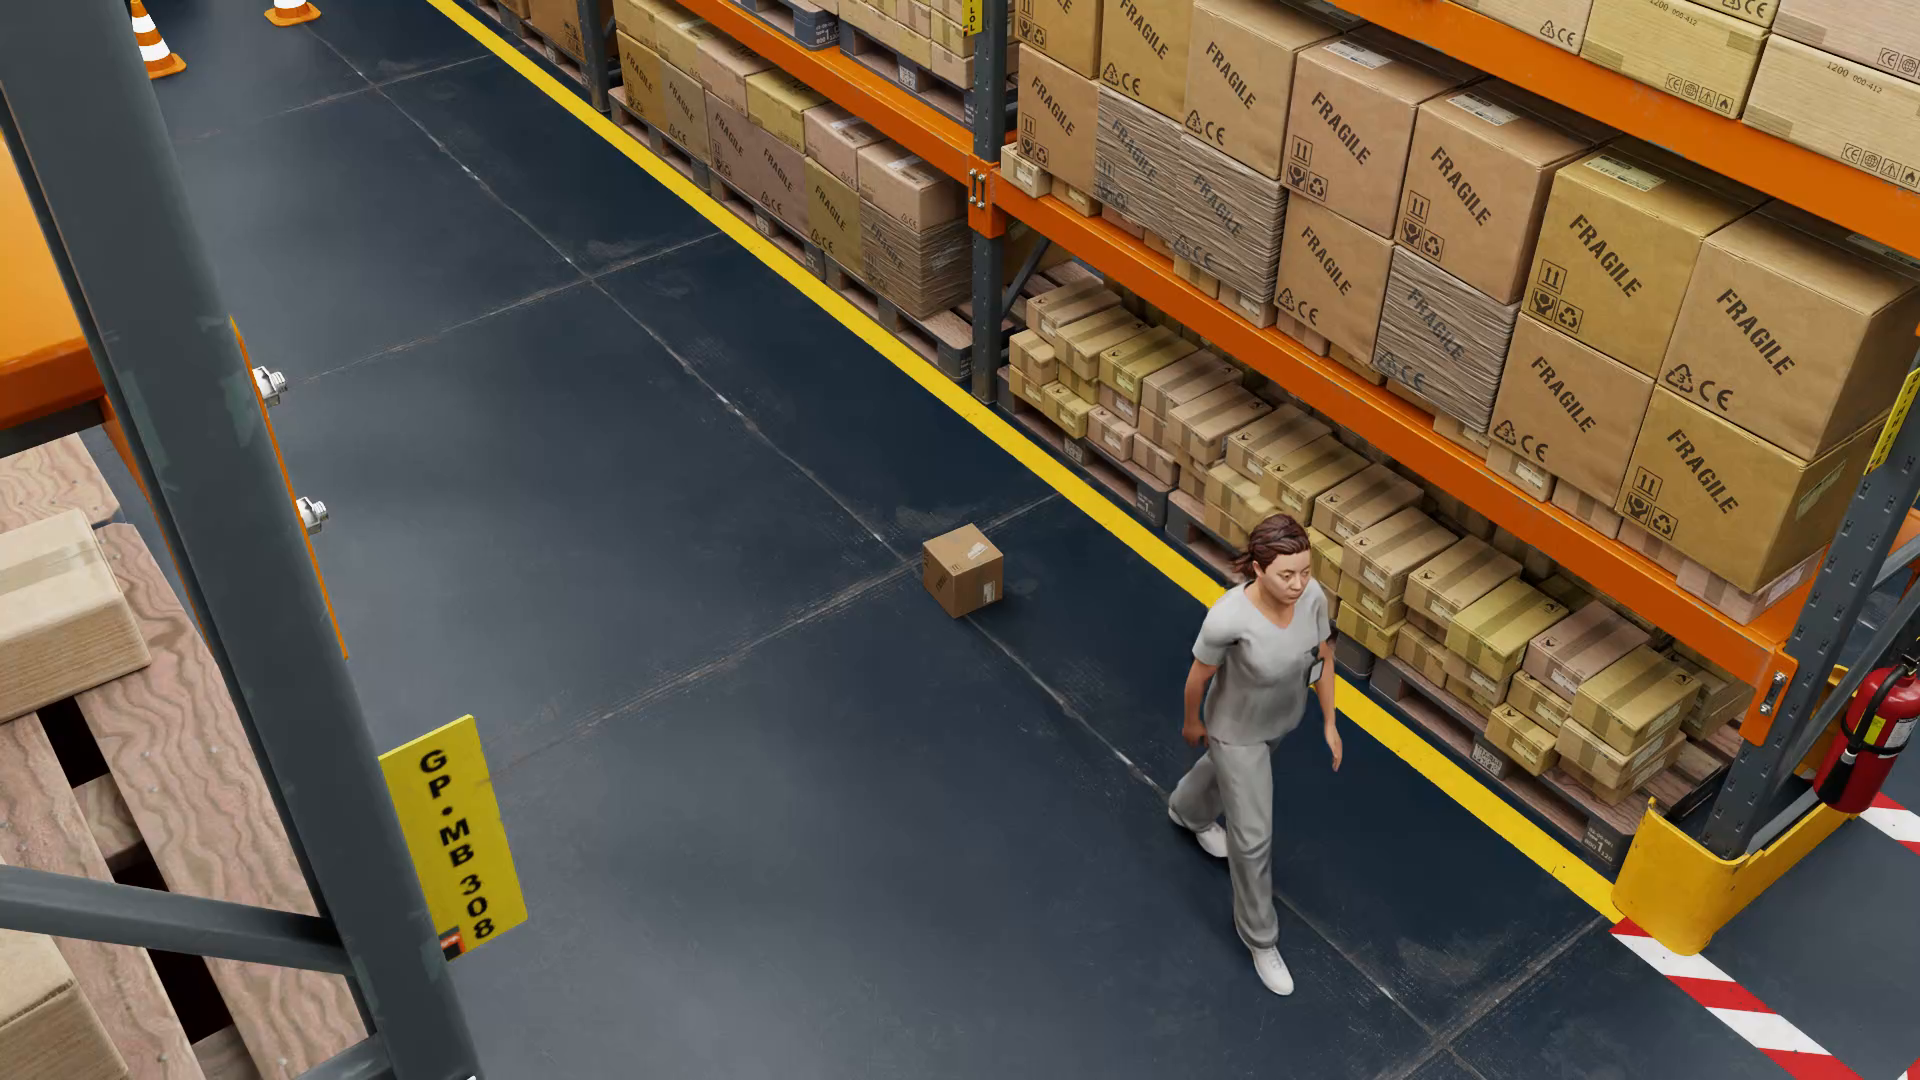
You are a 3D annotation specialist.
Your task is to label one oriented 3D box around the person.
[{"bbox_3d":[1.003,0.635,5.412,0.457,1.672,0.848,-21,45,-23],"label":"person"}]
